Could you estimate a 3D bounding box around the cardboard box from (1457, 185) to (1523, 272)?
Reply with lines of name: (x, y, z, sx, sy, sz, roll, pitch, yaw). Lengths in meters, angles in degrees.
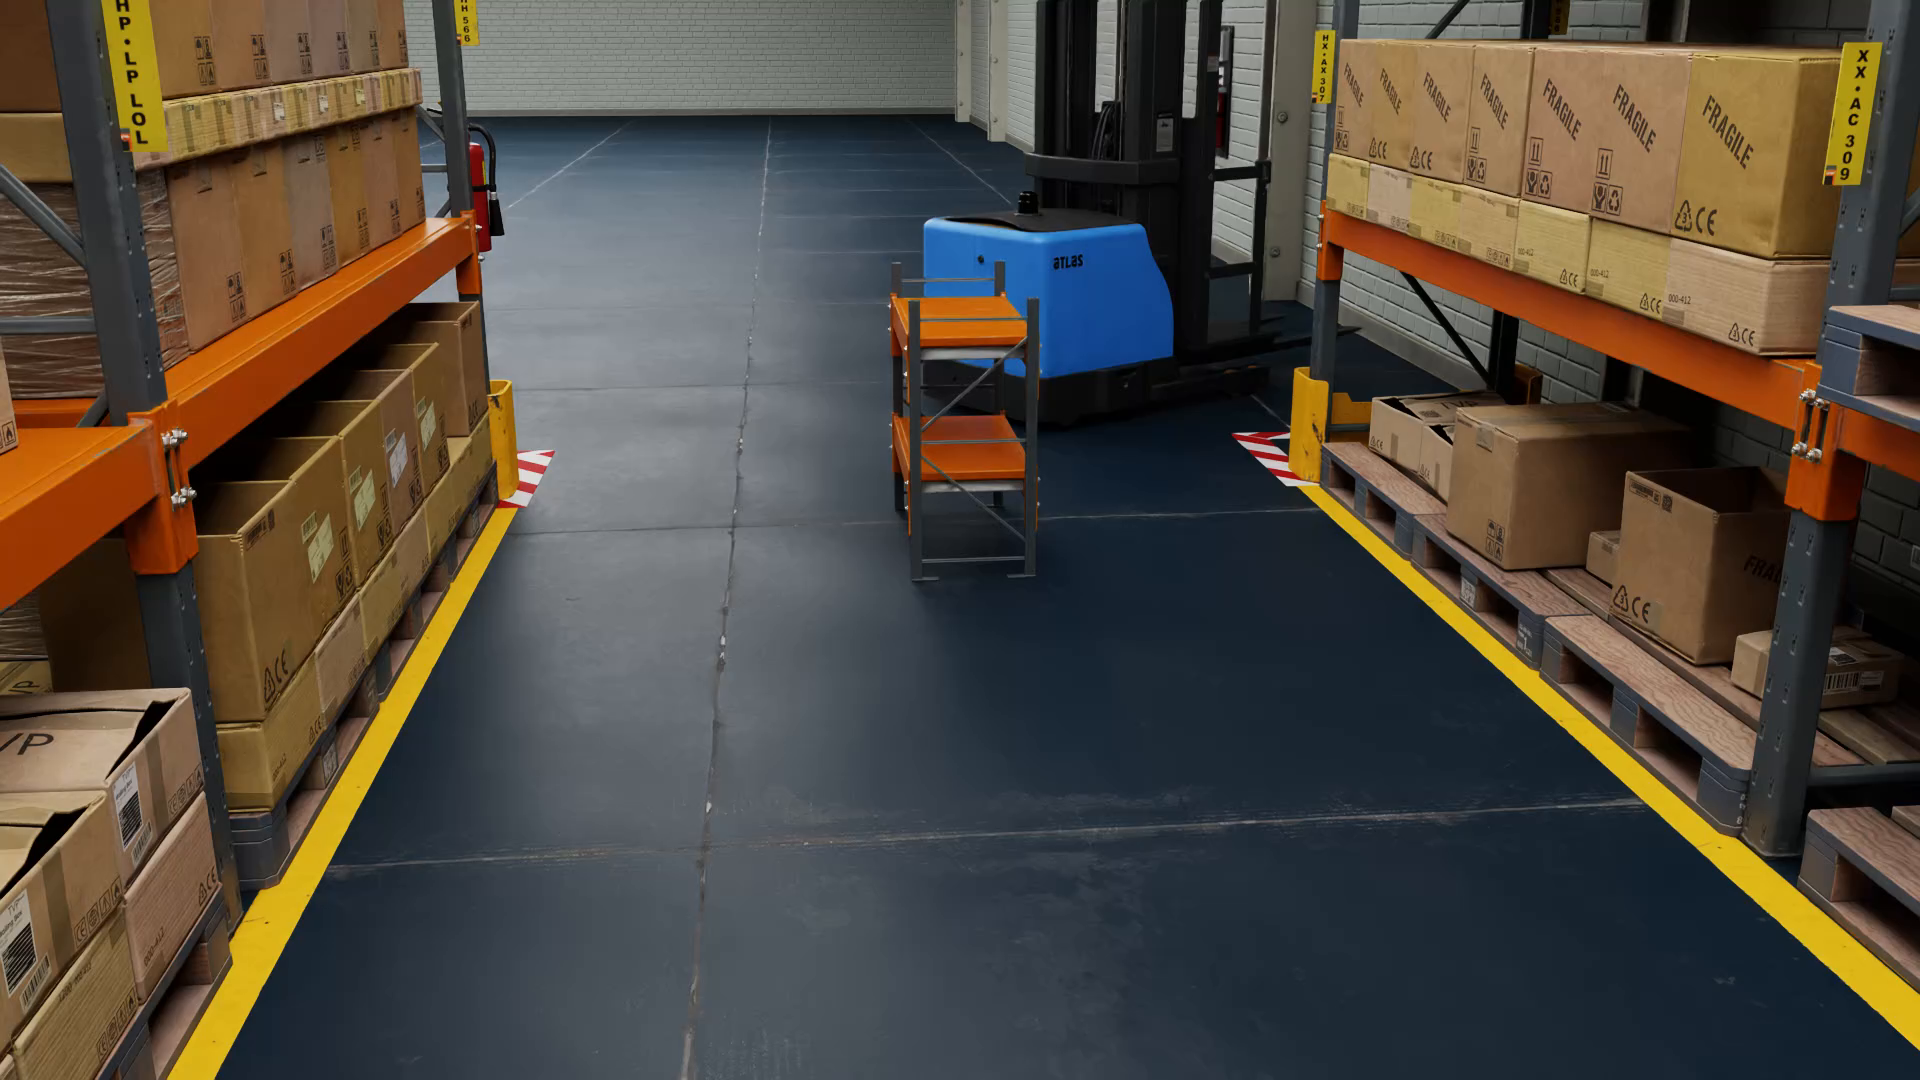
cardboard box: (2.128, -1.125, 5.969, 0.500, 0.250, 0.500, -2, 18, -5)

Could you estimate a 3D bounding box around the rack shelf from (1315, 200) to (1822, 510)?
rack shelf: (2.435, -0.860, 6.109, 1.077, 0.370, 4.000, -2, 18, -6)

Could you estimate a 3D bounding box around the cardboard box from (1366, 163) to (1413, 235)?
cardboard box: (2.031, -1.427, 6.933, 0.500, 0.250, 0.500, -2, 18, -7)

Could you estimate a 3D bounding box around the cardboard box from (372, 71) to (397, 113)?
cardboard box: (-2.414, -1.740, 6.461, 0.380, 0.149, 0.250, -2, 18, -6)

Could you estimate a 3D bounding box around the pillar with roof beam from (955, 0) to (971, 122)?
pillar with roof beam: (-4.215, -13.284, 34.468, 9.100, 9.000, 0.400, -2, 18, -6)

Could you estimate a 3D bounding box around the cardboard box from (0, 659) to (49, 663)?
cardboard box: (-2.592, 0.378, 4.855, 0.500, 0.250, 0.500, -2, 18, -6)

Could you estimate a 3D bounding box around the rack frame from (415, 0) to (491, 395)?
rack frame: (-2.698, -1.645, 7.408, 1.000, 3.000, 0.127, -2, 18, -6)

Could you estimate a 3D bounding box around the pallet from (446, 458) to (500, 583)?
pallet: (-2.577, -0.088, 7.104, 1.003, 0.211, 1.213, -2, 18, -6)

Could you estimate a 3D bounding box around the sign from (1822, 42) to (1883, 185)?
sign: (2.103, -1.001, 3.913, 0.100, 0.325, 0.005, -2, 18, -6)

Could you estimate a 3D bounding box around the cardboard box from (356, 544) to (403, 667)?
cardboard box: (-2.124, 0.213, 5.381, 0.500, 0.250, 0.500, -2, 18, -6)

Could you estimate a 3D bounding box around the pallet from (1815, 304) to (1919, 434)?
pallet: (2.576, -0.283, 3.392, 1.003, 0.211, 1.213, -2, 18, -6)

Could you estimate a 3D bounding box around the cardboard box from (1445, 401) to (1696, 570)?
cardboard box: (2.296, -0.217, 6.300, 0.700, 0.500, 0.500, -3, 18, -9)

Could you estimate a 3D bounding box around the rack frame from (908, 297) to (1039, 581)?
rack frame: (0.053, -0.383, 6.520, 0.500, 1.125, 0.032, -2, 18, -6)

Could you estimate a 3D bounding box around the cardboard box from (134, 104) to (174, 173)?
cardboard box: (-2.146, -0.971, 4.012, 0.380, 0.149, 0.250, -2, 17, -5)

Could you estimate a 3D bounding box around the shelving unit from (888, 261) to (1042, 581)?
shelving unit: (0.001, -0.535, 7.002, 0.538, 1.125, 1.048, -2, 18, -6)

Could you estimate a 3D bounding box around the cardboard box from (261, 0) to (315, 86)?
cardboard box: (-2.493, -1.700, 5.252, 0.700, 0.500, 0.500, -2, 18, -6)

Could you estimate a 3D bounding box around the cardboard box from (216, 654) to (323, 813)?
cardboard box: (-2.031, 0.511, 4.431, 0.500, 0.250, 0.500, -2, 18, -6)

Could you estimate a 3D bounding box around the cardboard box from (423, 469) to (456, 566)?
cardboard box: (-2.232, -0.085, 6.330, 0.500, 0.250, 0.500, -2, 18, -6)

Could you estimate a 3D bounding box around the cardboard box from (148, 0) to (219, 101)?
cardboard box: (-2.391, -1.402, 4.303, 0.700, 0.500, 0.500, -2, 18, -6)

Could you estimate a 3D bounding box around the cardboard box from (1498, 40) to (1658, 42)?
cardboard box: (2.531, -1.811, 6.901, 0.500, 0.500, 0.500, -2, 17, -5)

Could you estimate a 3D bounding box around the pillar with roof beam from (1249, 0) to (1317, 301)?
pillar with roof beam: (-1.739, -6.134, 11.692, 9.100, 9.000, 0.400, -2, 18, -6)

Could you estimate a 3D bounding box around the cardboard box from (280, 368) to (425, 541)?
cardboard box: (-2.178, -0.294, 5.743, 0.500, 0.500, 0.500, -2, 18, -6)

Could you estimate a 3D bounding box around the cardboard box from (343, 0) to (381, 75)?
cardboard box: (-2.597, -2.000, 6.206, 0.700, 0.500, 0.500, -2, 18, -7)

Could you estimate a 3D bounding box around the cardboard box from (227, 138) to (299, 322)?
cardboard box: (-2.446, -0.939, 4.994, 0.700, 0.500, 0.500, -2, 17, -5)

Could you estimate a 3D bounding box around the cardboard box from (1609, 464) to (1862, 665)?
cardboard box: (2.495, 0.068, 5.393, 0.500, 0.500, 0.500, -3, 18, -10)

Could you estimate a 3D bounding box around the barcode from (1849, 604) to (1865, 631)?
barcode: (2.852, 0.247, 5.290, 0.001, 0.075, 0.075, -2, 18, -6)

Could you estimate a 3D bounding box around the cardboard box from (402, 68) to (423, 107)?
cardboard box: (-2.469, -1.894, 6.952, 0.380, 0.149, 0.250, -2, 18, -7)

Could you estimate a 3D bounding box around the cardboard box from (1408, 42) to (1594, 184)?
cardboard box: (2.067, -1.641, 6.363, 0.500, 0.500, 0.500, -2, 18, -7)

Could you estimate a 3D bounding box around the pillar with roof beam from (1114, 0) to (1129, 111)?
pillar with roof beam: (-2.358, -7.922, 17.386, 9.100, 9.000, 0.400, -2, 18, -6)

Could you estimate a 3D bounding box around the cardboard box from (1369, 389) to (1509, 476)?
cardboard box: (2.211, -0.517, 7.571, 0.500, 0.311, 0.500, -4, 18, -12)

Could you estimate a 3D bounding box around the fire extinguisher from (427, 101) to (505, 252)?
fire extinguisher: (-2.248, -1.657, 7.578, 0.296, 0.674, 0.183, -2, 18, -6)

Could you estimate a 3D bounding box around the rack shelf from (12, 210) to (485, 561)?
rack shelf: (-2.492, -0.706, 5.618, 1.077, 0.370, 4.000, -2, 18, -6)

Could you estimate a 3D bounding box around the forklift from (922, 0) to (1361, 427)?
forklift: (1.236, -2.355, 9.784, 3.031, 2.935, 1.130, -14, 22, -38)

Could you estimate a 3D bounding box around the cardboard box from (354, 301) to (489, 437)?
cardboard box: (-2.346, -0.740, 7.165, 0.500, 0.500, 0.500, -2, 18, -6)

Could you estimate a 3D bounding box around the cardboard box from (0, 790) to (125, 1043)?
cardboard box: (-1.898, 0.658, 3.028, 0.500, 0.311, 0.500, -1, 17, -4)

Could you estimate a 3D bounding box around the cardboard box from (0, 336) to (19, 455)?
cardboard box: (-2.191, -0.236, 3.172, 0.500, 0.250, 0.500, -1, 17, -2)

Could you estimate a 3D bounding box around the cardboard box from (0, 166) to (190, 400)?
cardboard box: (-2.337, -0.633, 4.018, 0.700, 0.500, 0.500, -2, 18, -7)

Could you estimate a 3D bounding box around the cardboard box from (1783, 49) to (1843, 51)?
cardboard box: (2.751, -1.204, 4.968, 0.500, 0.500, 0.500, -2, 18, -6)

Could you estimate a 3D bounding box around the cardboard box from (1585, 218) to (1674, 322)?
cardboard box: (2.248, -0.826, 5.016, 0.500, 0.250, 0.500, -2, 18, -5)

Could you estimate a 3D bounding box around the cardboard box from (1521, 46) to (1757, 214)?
cardboard box: (2.187, -1.333, 5.381, 0.500, 0.500, 0.500, -2, 18, -7)

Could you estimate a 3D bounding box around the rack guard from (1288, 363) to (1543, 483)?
rack guard: (2.237, -0.584, 8.202, 1.175, 0.500, 0.348, -2, 18, -6)

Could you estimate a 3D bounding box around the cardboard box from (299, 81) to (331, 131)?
cardboard box: (-2.307, -1.432, 5.480, 0.380, 0.149, 0.250, -2, 18, -6)

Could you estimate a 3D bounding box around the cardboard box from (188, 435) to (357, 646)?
cardboard box: (-2.081, 0.004, 4.793, 0.500, 0.500, 0.500, -2, 18, -6)

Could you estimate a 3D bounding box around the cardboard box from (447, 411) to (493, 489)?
cardboard box: (-2.349, -0.383, 7.277, 0.500, 0.250, 0.500, -2, 18, -6)

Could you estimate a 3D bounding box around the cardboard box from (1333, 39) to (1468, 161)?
cardboard box: (1.979, -1.943, 7.324, 0.500, 0.500, 0.500, -2, 18, -6)

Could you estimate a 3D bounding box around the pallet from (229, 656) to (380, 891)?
pallet: (-2.326, 0.639, 4.789, 1.003, 0.211, 1.213, -2, 18, -6)

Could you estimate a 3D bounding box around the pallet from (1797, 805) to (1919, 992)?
pallet: (2.723, 0.955, 3.782, 1.003, 0.211, 1.213, -2, 18, -6)

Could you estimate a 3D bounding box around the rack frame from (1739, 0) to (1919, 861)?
rack frame: (2.642, -0.607, 4.103, 1.000, 3.000, 0.127, -2, 18, -6)

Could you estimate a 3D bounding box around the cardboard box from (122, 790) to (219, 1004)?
cardboard box: (-1.954, 0.773, 3.596, 0.500, 0.250, 0.500, -2, 18, -6)

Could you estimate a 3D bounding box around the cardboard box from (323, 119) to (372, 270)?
cardboard box: (-2.558, -1.249, 5.979, 0.700, 0.500, 0.500, -2, 18, -5)

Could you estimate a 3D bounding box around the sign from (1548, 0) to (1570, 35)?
sign: (2.783, -2.513, 7.714, 0.100, 0.325, 0.005, -2, 18, -6)

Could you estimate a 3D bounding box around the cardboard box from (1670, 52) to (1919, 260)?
cardboard box: (2.285, -1.034, 4.429, 0.500, 0.500, 0.500, -2, 18, -6)

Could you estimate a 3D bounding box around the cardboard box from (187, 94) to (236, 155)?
cardboard box: (-2.203, -1.126, 4.506, 0.380, 0.149, 0.250, -2, 18, -6)

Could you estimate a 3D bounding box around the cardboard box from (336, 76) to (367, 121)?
cardboard box: (-2.363, -1.587, 5.973, 0.380, 0.149, 0.250, -1, 17, -4)

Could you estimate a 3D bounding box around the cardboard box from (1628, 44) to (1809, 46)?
cardboard box: (2.641, -1.507, 5.933, 0.500, 0.500, 0.500, -2, 17, -5)

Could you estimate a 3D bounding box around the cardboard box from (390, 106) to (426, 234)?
cardboard box: (-2.662, -1.553, 6.949, 0.700, 0.500, 0.500, -2, 18, -6)

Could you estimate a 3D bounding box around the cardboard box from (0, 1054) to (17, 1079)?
cardboard box: (-1.851, 1.076, 2.630, 0.500, 0.250, 0.500, -1, 17, -4)

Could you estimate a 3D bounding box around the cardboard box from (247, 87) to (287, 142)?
cardboard box: (-2.257, -1.280, 4.997, 0.380, 0.149, 0.250, -2, 18, -7)

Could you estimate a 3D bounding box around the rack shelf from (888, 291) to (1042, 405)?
rack shelf: (0.001, -0.814, 6.915, 0.538, 0.278, 1.000, -2, 18, -6)
